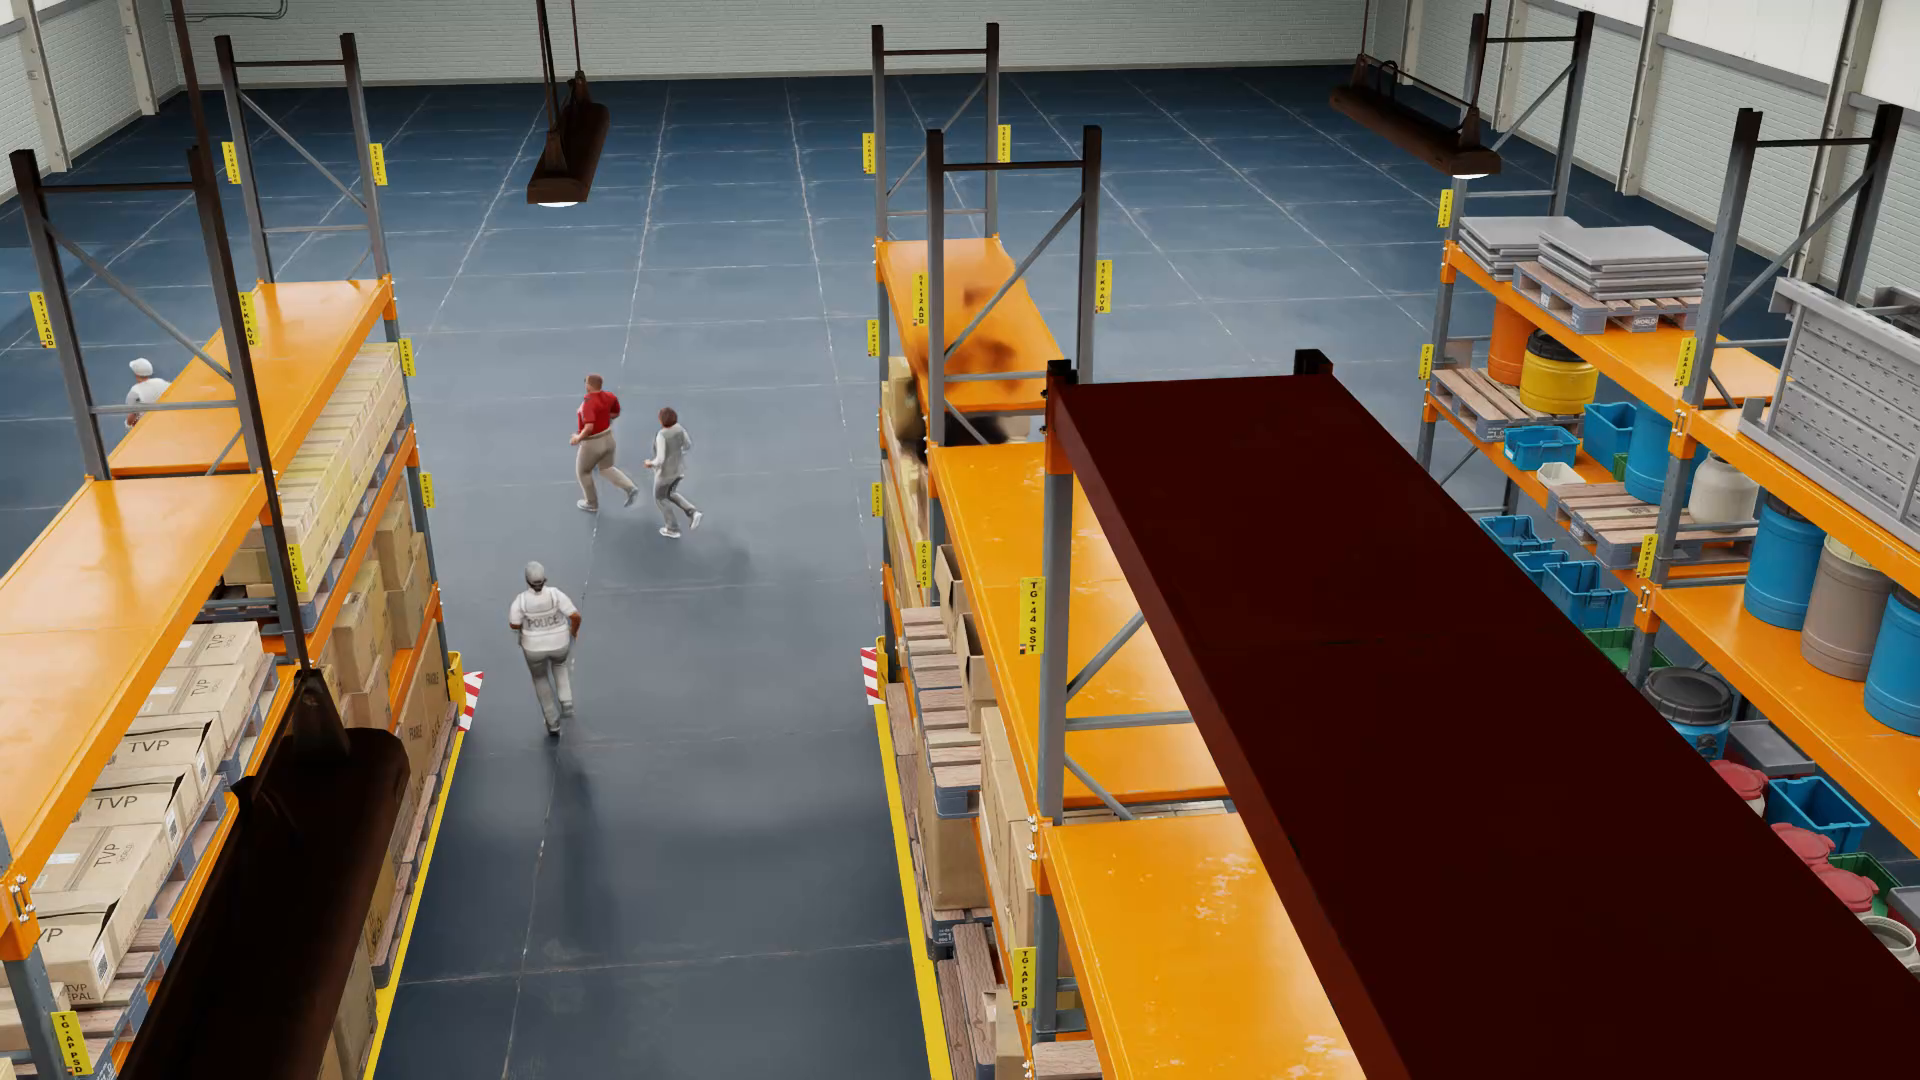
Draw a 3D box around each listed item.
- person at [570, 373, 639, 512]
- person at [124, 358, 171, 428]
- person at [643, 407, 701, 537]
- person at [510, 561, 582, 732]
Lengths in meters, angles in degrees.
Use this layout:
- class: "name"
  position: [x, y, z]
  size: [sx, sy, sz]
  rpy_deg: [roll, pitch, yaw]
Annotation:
- class: "person"
  position: [-4.081, -1.086, 18.820]
  size: [0.816, 1.687, 0.674]
  rpy_deg: [14, 29, 27]
- class: "person"
  position: [-9.260, -1.264, 19.145]
  size: [0.598, 1.738, 0.668]
  rpy_deg: [16, 30, 29]
- class: "person"
  position: [-3.156, -0.731, 18.242]
  size: [0.564, 1.543, 0.537]
  rpy_deg: [15, 29, 28]
- class: "person"
  position: [-3.659, 0.902, 14.712]
  size: [0.585, 1.640, 0.583]
  rpy_deg: [-10, 27, -21]
